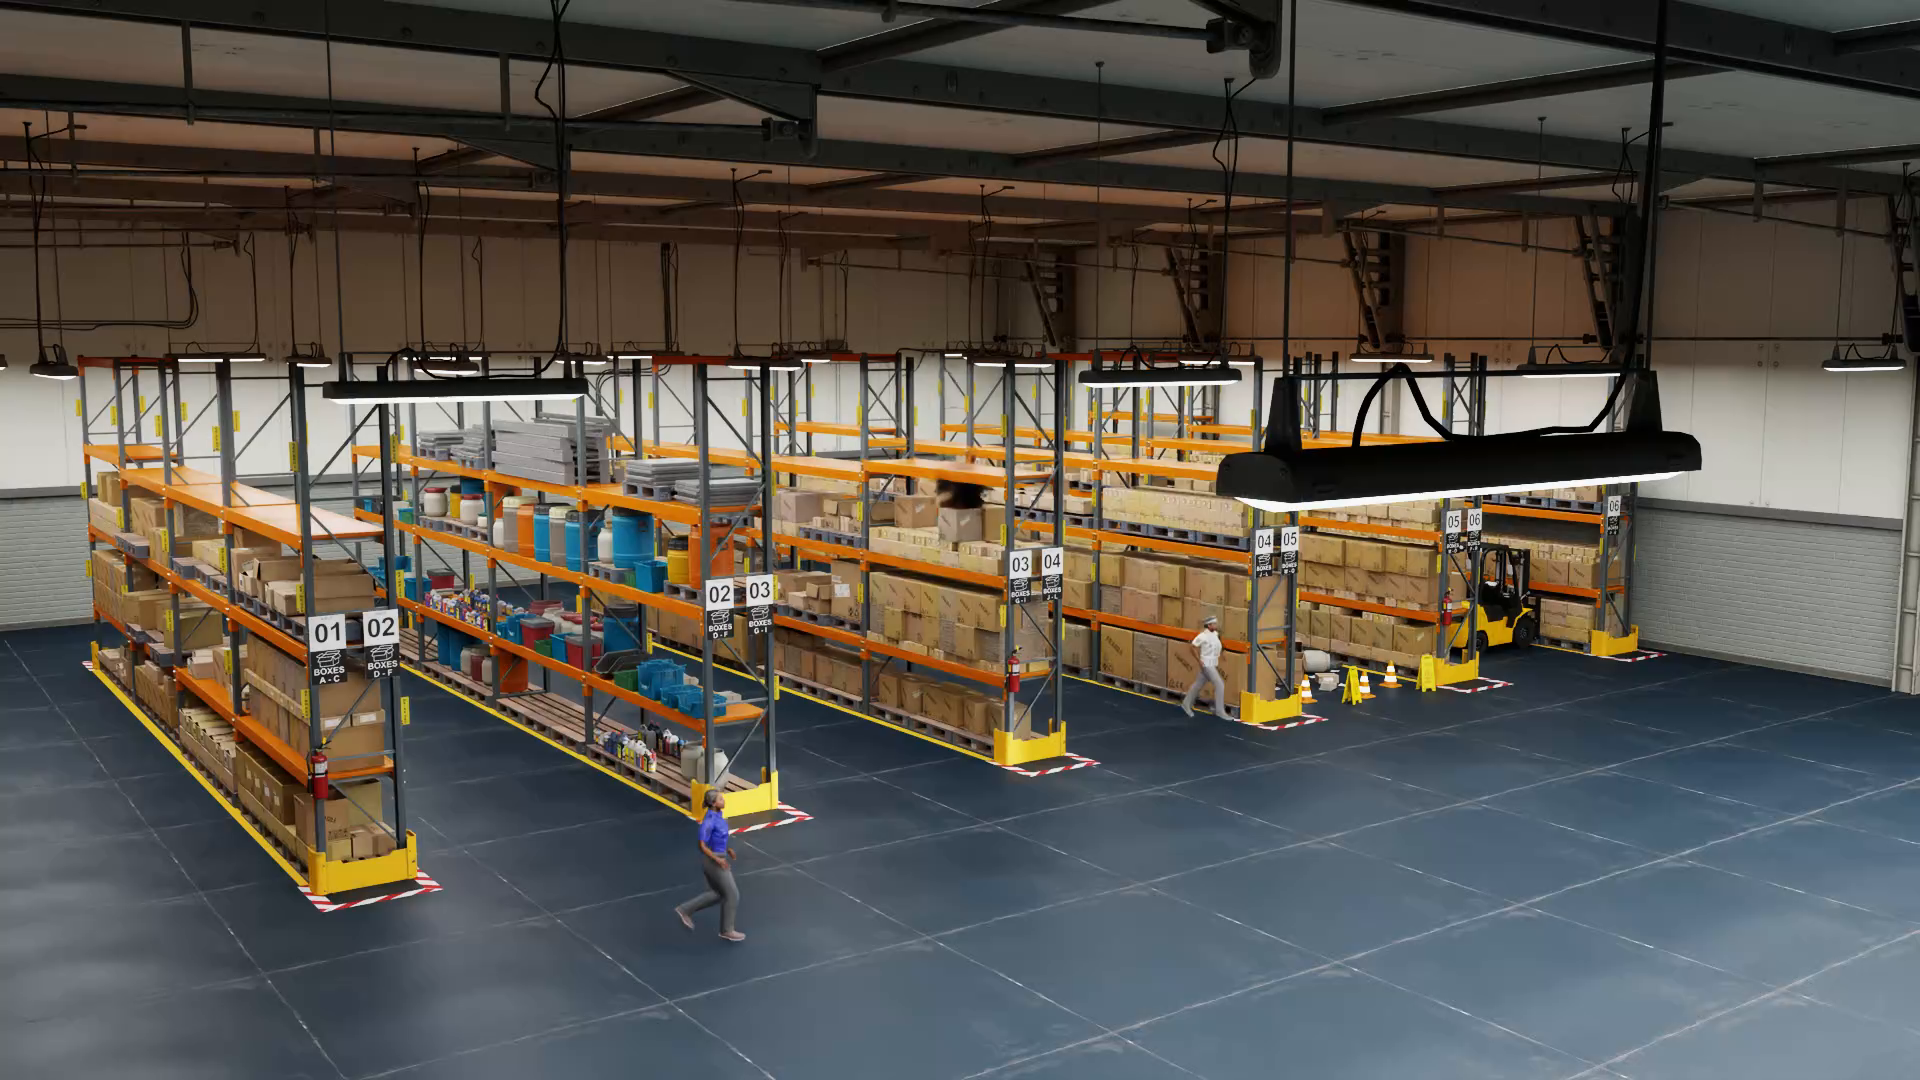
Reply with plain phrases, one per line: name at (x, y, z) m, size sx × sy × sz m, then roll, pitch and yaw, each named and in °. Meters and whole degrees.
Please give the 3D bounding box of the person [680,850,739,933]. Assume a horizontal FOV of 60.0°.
person at (-2.639, 3.695, 17.518) m, size 0.623 × 0.899 × 0.369 m, roll -1°, pitch 7°, yaw -7°

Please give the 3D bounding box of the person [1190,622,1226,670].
person at (4.028, 1.645, 26.712) m, size 0.510 × 0.830 × 0.595 m, roll 4°, pitch 8°, yaw 30°
